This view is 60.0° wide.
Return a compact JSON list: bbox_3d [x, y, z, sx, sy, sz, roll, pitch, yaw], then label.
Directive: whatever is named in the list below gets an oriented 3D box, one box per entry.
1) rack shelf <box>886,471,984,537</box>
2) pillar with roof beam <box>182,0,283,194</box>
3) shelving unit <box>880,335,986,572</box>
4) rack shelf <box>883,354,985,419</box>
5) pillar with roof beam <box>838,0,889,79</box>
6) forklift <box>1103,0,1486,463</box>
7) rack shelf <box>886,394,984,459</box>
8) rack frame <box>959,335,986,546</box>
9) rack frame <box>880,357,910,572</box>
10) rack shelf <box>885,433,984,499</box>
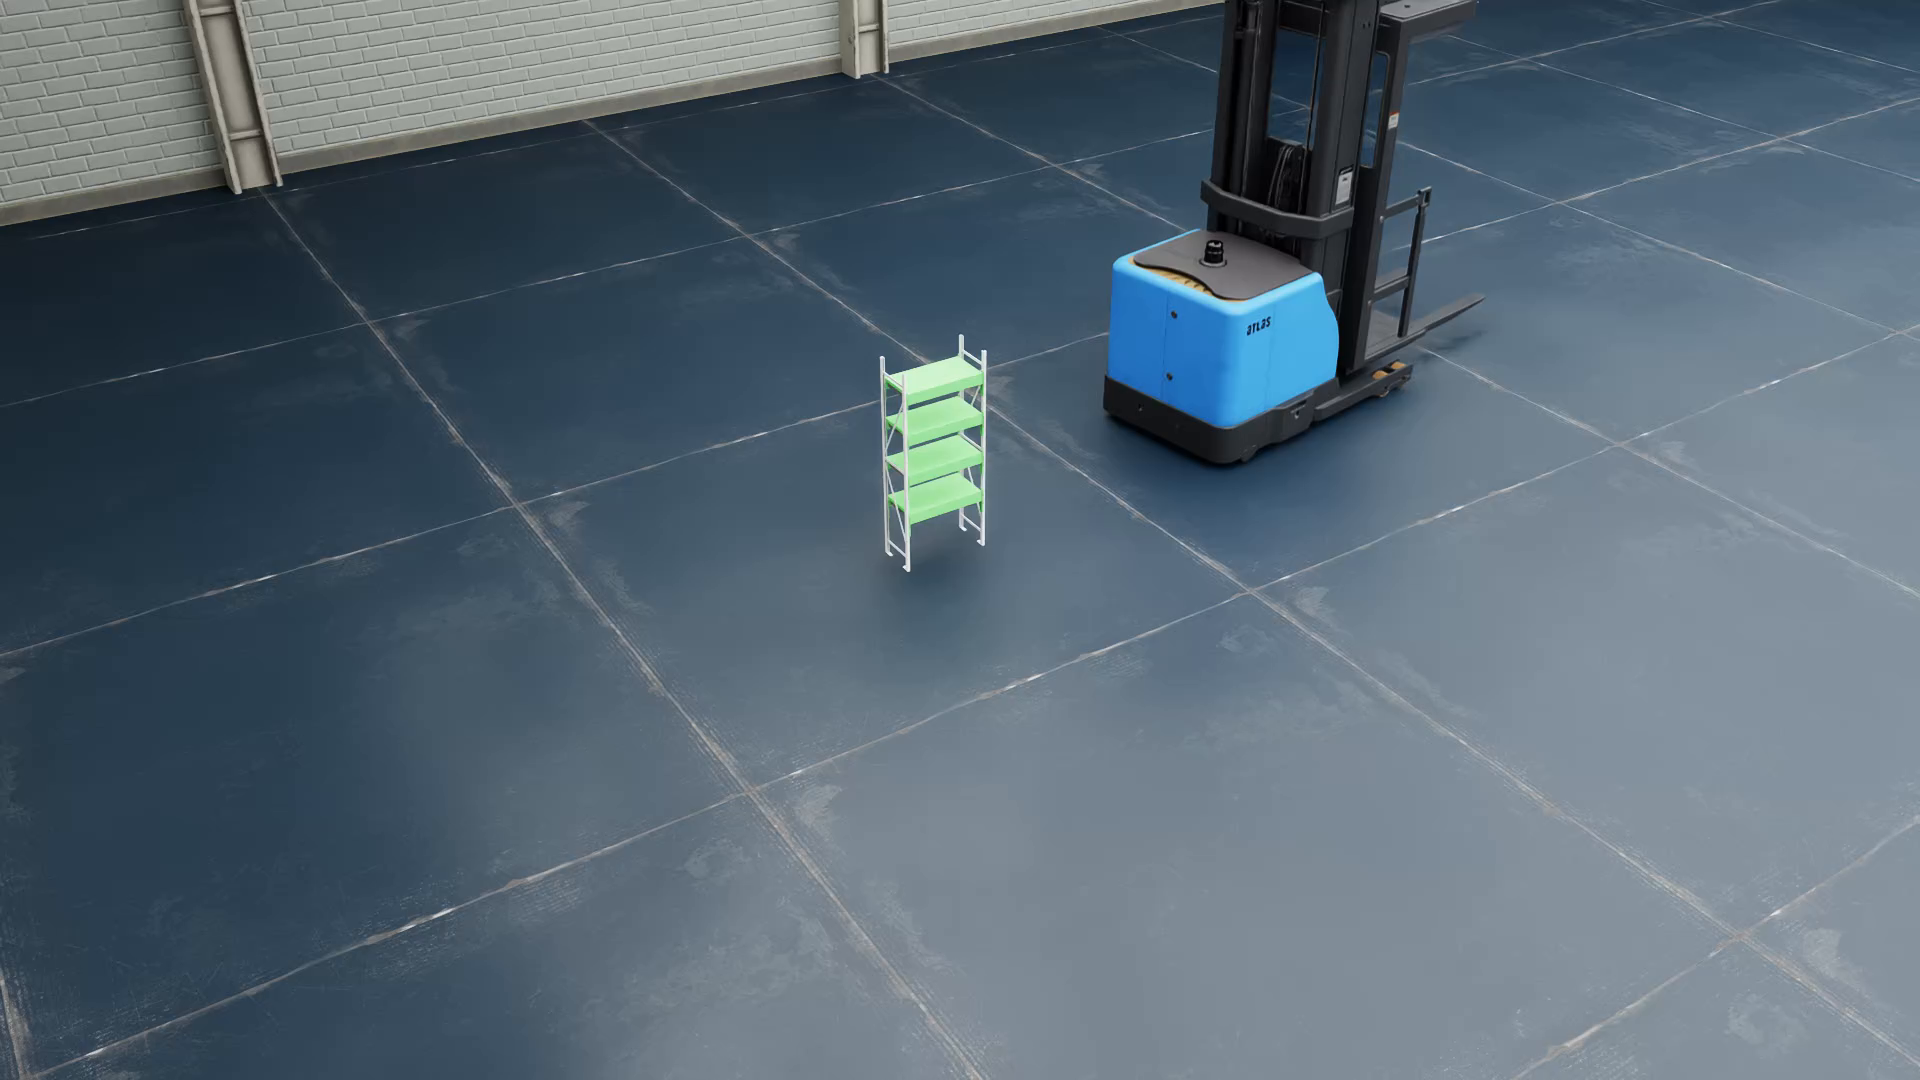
[{"bbox_3d":[-0.139,-0.203,9.138,0.480,0.148,0.258,-19,37,-27],"label":"rack shelf"},{"bbox_3d":[-3.678,-4.908,8.717,0.400,9.000,9.100,-19,37,-27],"label":"pillar with roof beam"},{"bbox_3d":[-0.139,-0.460,8.976,0.503,1.200,0.258,-19,37,-27],"label":"shelving unit"},{"bbox_3d":[-0.139,-0.812,8.754,0.480,0.148,0.258,-19,37,-27],"label":"rack shelf"},{"bbox_3d":[1.365,-6.642,11.466,0.400,9.000,9.100,-19,37,-27],"label":"pillar with roof beam"},{"bbox_3d":[2.344,-2.360,10.366,3.031,2.935,1.130,-26,40,-34],"label":"forklift"},{"bbox_3d":[-0.139,-0.609,8.882,0.480,0.148,0.258,-19,37,-27],"label":"rack shelf"},{"bbox_3d":[0.066,-0.530,9.087,0.015,1.200,0.240,-19,37,-27],"label":"rack frame"},{"bbox_3d":[-0.344,-0.389,8.864,0.015,1.200,0.240,-19,37,-27],"label":"rack frame"},{"bbox_3d":[-0.139,-0.406,9.010,0.480,0.148,0.258,-19,37,-27],"label":"rack shelf"}]
